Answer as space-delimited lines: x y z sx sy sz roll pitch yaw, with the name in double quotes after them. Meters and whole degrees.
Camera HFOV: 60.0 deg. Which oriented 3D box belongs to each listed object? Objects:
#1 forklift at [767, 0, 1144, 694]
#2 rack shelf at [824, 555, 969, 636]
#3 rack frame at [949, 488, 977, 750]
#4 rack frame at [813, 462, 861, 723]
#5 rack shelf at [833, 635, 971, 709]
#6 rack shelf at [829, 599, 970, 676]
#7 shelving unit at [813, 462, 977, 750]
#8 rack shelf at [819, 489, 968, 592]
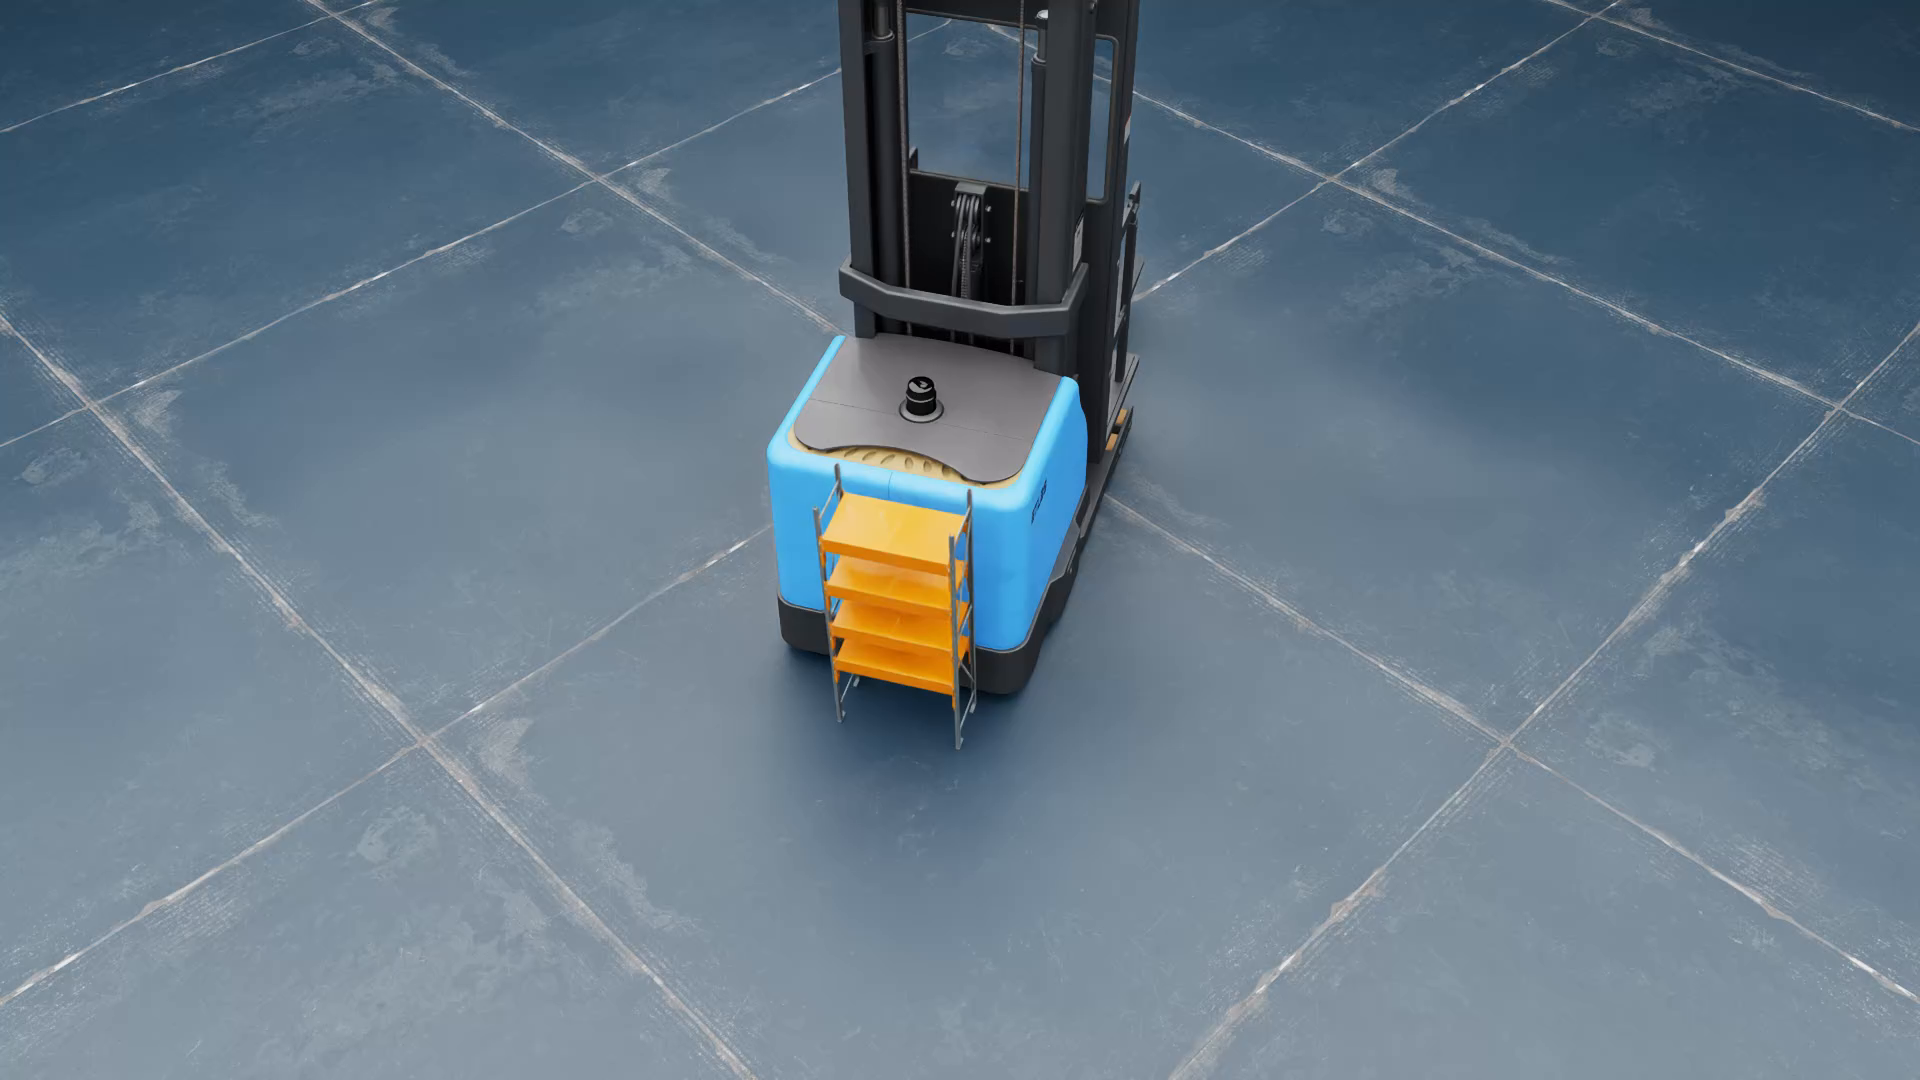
0.184 -1.480 6.809 1.130 2.935 3.031 12 44 13 "forklift"
-0.223 0.164 6.064 0.480 0.148 0.258 11 48 12 "rack shelf"
0.014 0.319 6.126 0.015 1.200 0.240 11 48 12 "rack frame"
-0.454 0.225 6.229 0.015 1.200 0.240 11 48 12 "rack frame"
-0.215 0.455 6.370 0.480 0.148 0.258 11 48 12 "rack shelf"
-0.219 0.318 6.226 0.480 0.148 0.258 11 48 12 "rack shelf"
-0.220 0.272 6.177 0.503 1.200 0.258 11 48 12 "shelving unit"
-0.228 0.000 5.893 0.480 0.148 0.258 11 48 12 "rack shelf"
